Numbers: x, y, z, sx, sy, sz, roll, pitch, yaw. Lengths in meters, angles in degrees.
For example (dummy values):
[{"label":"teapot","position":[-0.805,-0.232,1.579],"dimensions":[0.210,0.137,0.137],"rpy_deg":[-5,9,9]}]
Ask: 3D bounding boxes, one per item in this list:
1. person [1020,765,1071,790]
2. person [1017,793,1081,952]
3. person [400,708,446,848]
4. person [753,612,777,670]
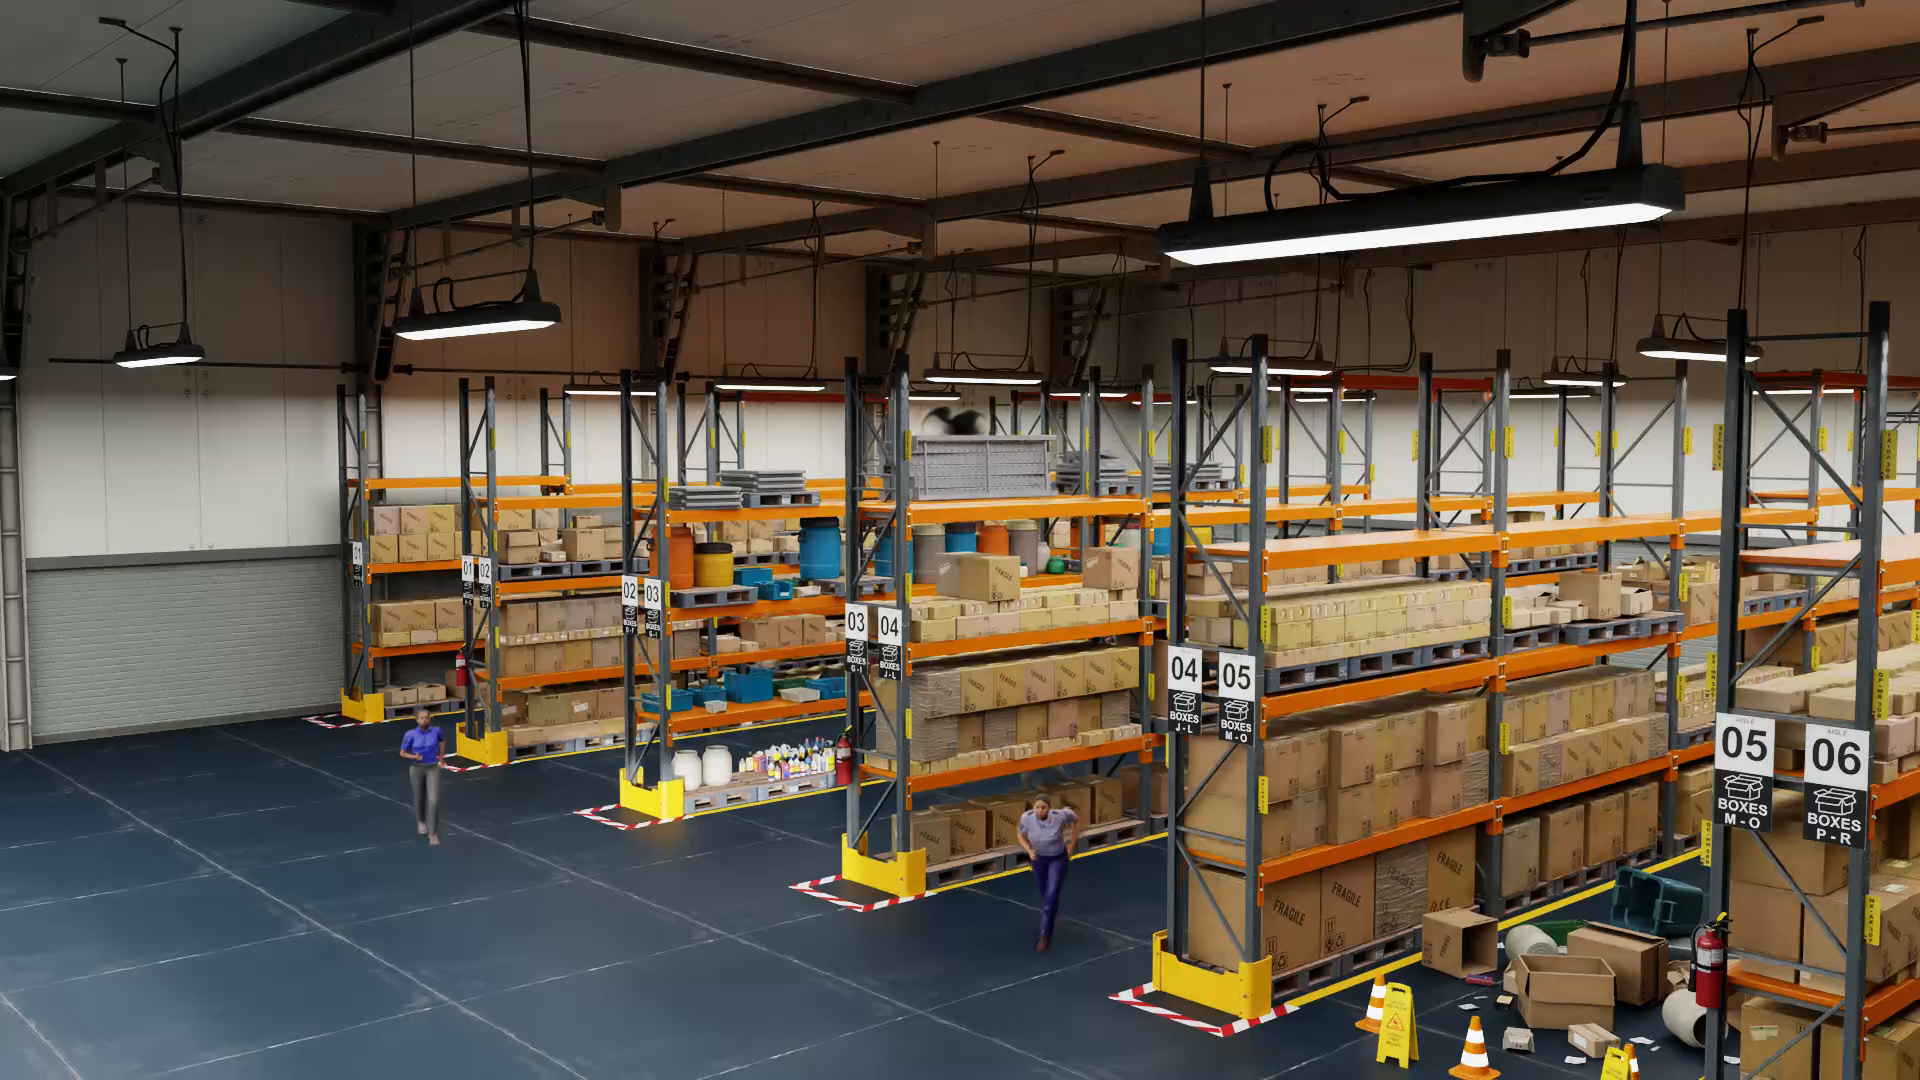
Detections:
[{"label":"person","position":[1.175,2.751,22.827],"dimensions":[0.658,1.686,1.017],"rpy_deg":[4,5,44]},{"label":"person","position":[0.921,3.298,16.933],"dimensions":[0.648,1.612,0.967],"rpy_deg":[1,4,12]},{"label":"person","position":[-6.742,2.955,20.910],"dimensions":[0.570,1.696,0.851],"rpy_deg":[-1,4,-20]},{"label":"person","position":[-3.736,2.203,32.054],"dimensions":[0.702,1.731,0.672],"rpy_deg":[4,5,43]}]
